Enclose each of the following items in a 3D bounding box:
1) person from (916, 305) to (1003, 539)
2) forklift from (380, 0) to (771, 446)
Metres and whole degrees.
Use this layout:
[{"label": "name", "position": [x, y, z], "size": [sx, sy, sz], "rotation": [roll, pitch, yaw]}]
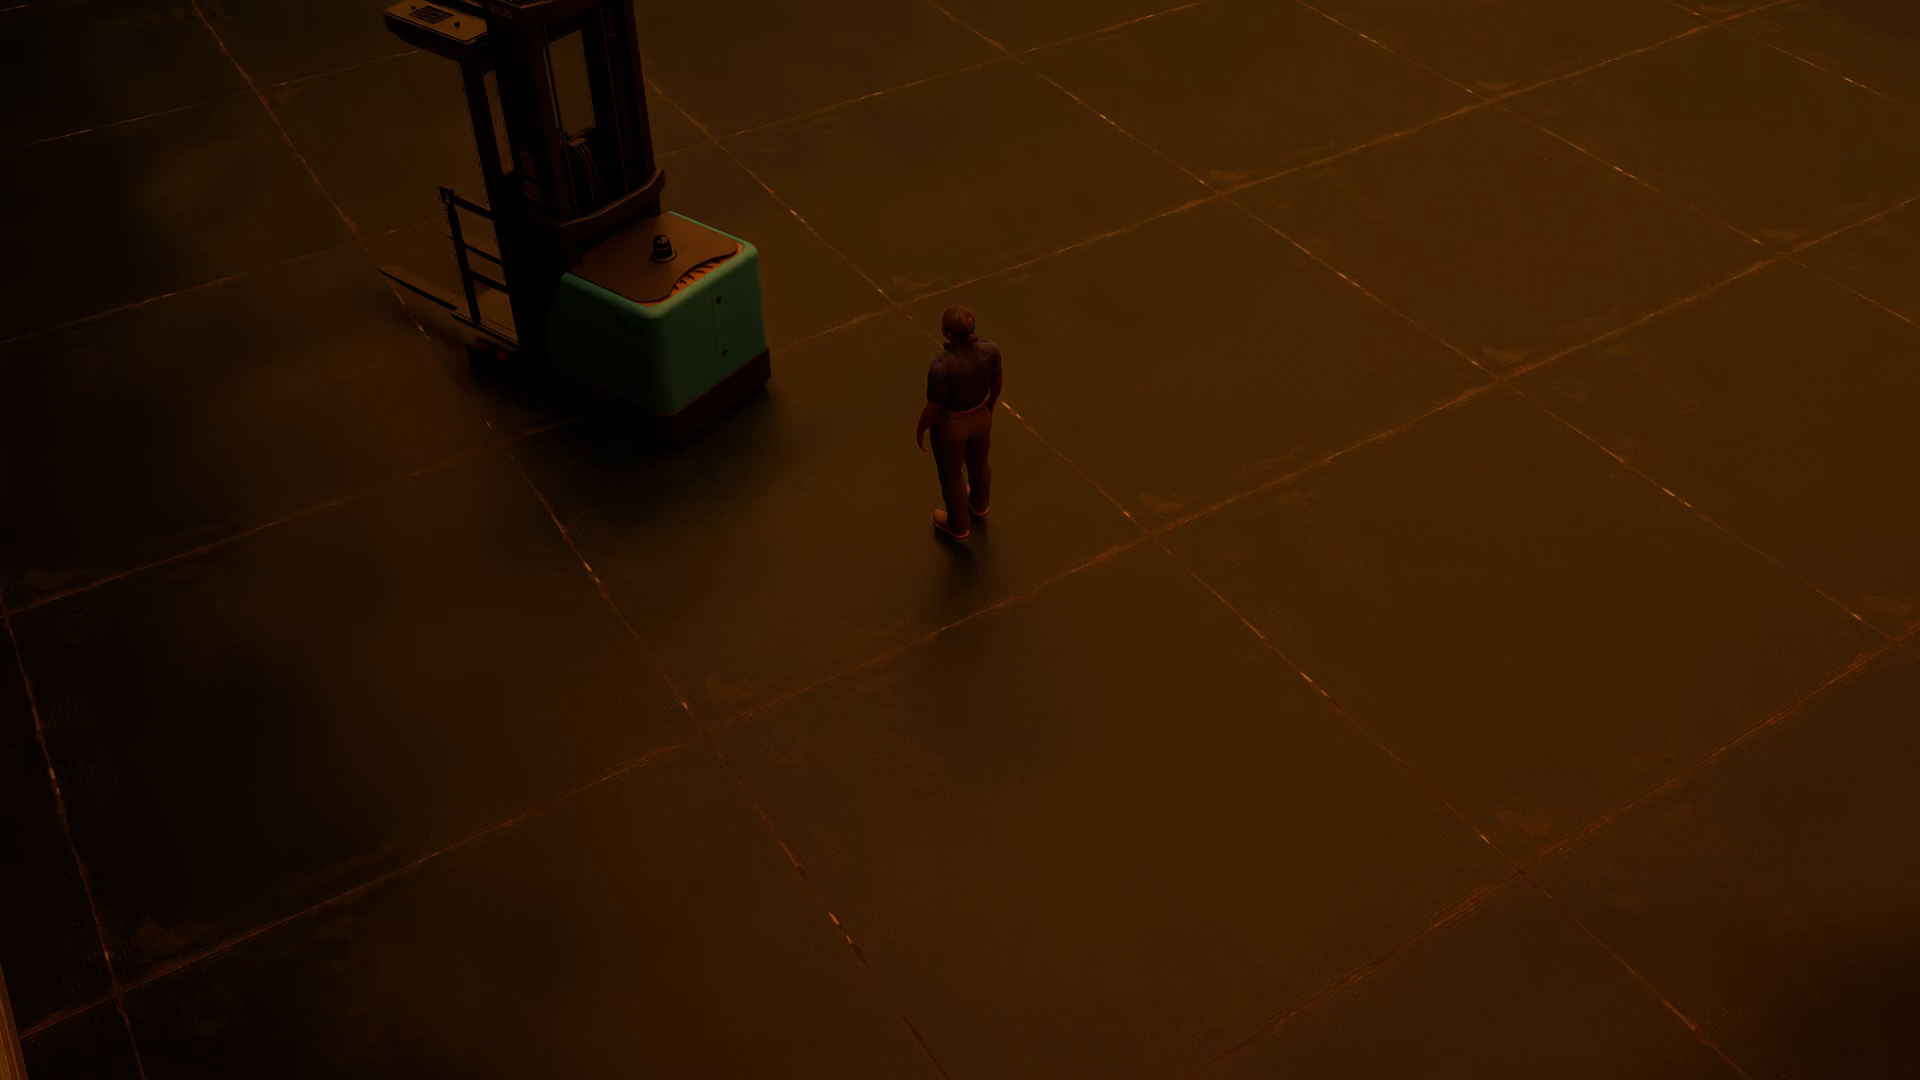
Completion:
[{"label": "person", "position": [-0.030, -0.715, 9.586], "size": [0.569, 1.656, 0.503], "rotation": [-23, 46, -24]}, {"label": "forklift", "position": [-2.771, -2.489, 10.719], "size": [3.031, 2.935, 1.130], "rotation": [25, 47, 26]}]
